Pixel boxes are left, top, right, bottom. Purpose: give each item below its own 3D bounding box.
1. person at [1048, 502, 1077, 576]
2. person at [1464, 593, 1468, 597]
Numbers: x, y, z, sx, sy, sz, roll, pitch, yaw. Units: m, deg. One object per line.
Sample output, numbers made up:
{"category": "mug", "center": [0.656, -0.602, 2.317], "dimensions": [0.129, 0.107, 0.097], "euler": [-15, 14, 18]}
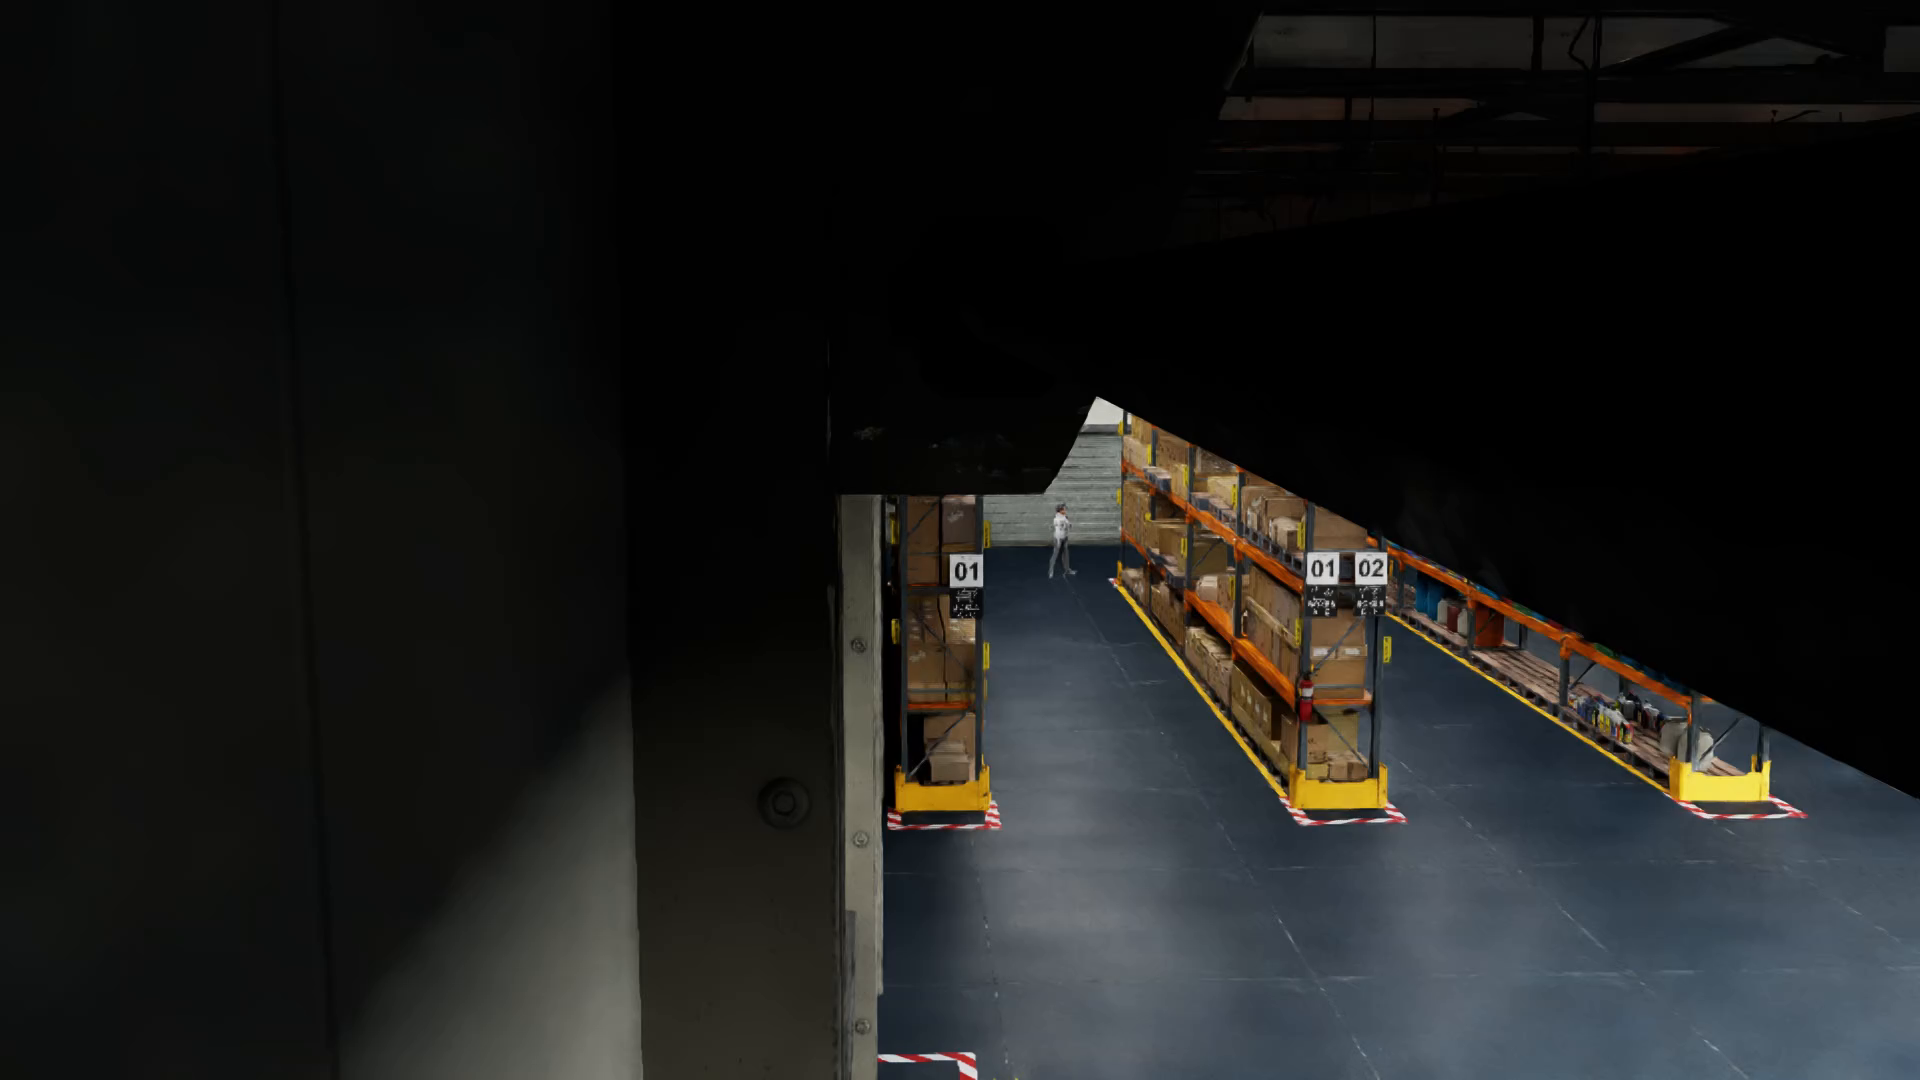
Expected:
{"category": "person", "center": [2.293, -0.036, 37.503], "dimensions": [0.518, 1.672, 0.660], "euler": [5, 10, 30]}
{"category": "person", "center": [10.430, 0.517, 33.732], "dimensions": [0.385, 1.676, 0.590], "euler": [-2, 9, -12]}
